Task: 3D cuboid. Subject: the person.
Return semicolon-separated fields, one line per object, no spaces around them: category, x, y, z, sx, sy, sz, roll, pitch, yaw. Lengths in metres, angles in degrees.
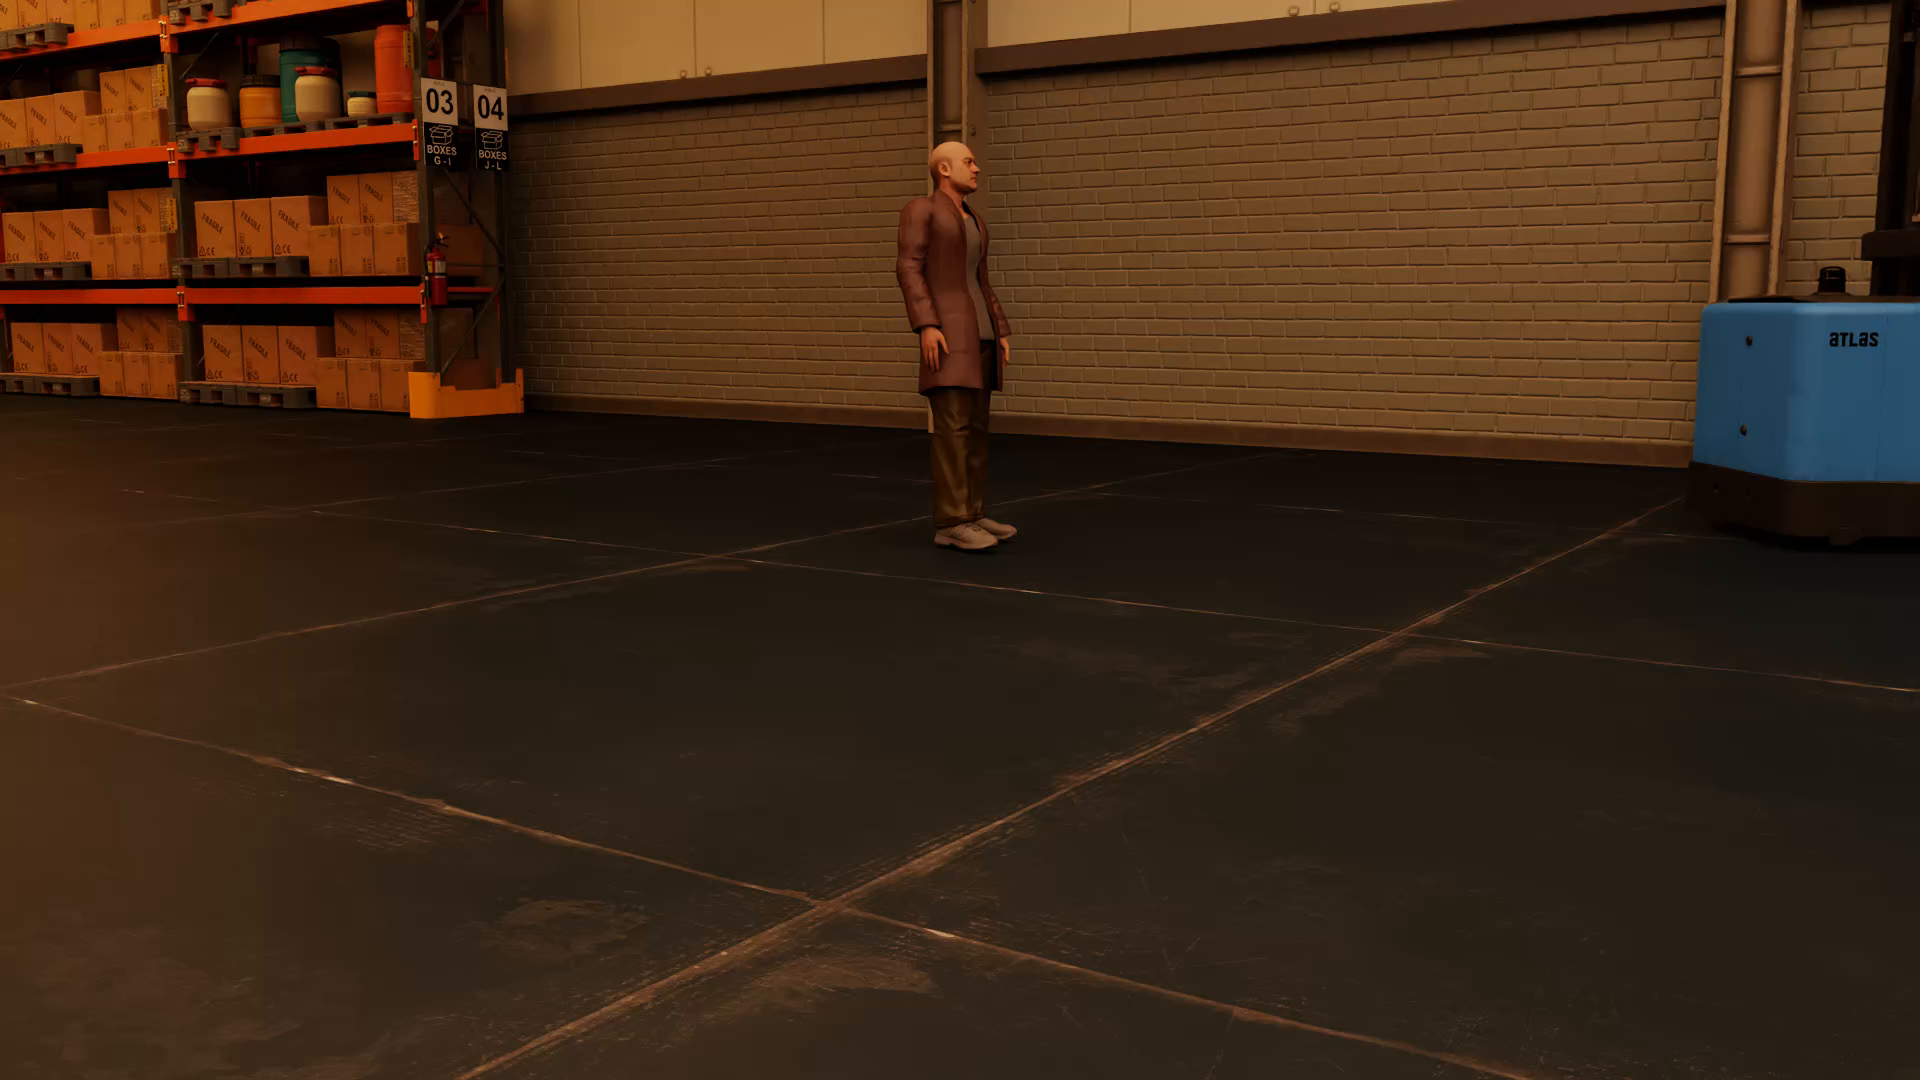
person;0.074;-0.879;7.423;0.579;1.778;0.696;5;10;34

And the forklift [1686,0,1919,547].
forklift;5.076;-1.471;7.539;3.031;2.935;1.130;0;8;-1
